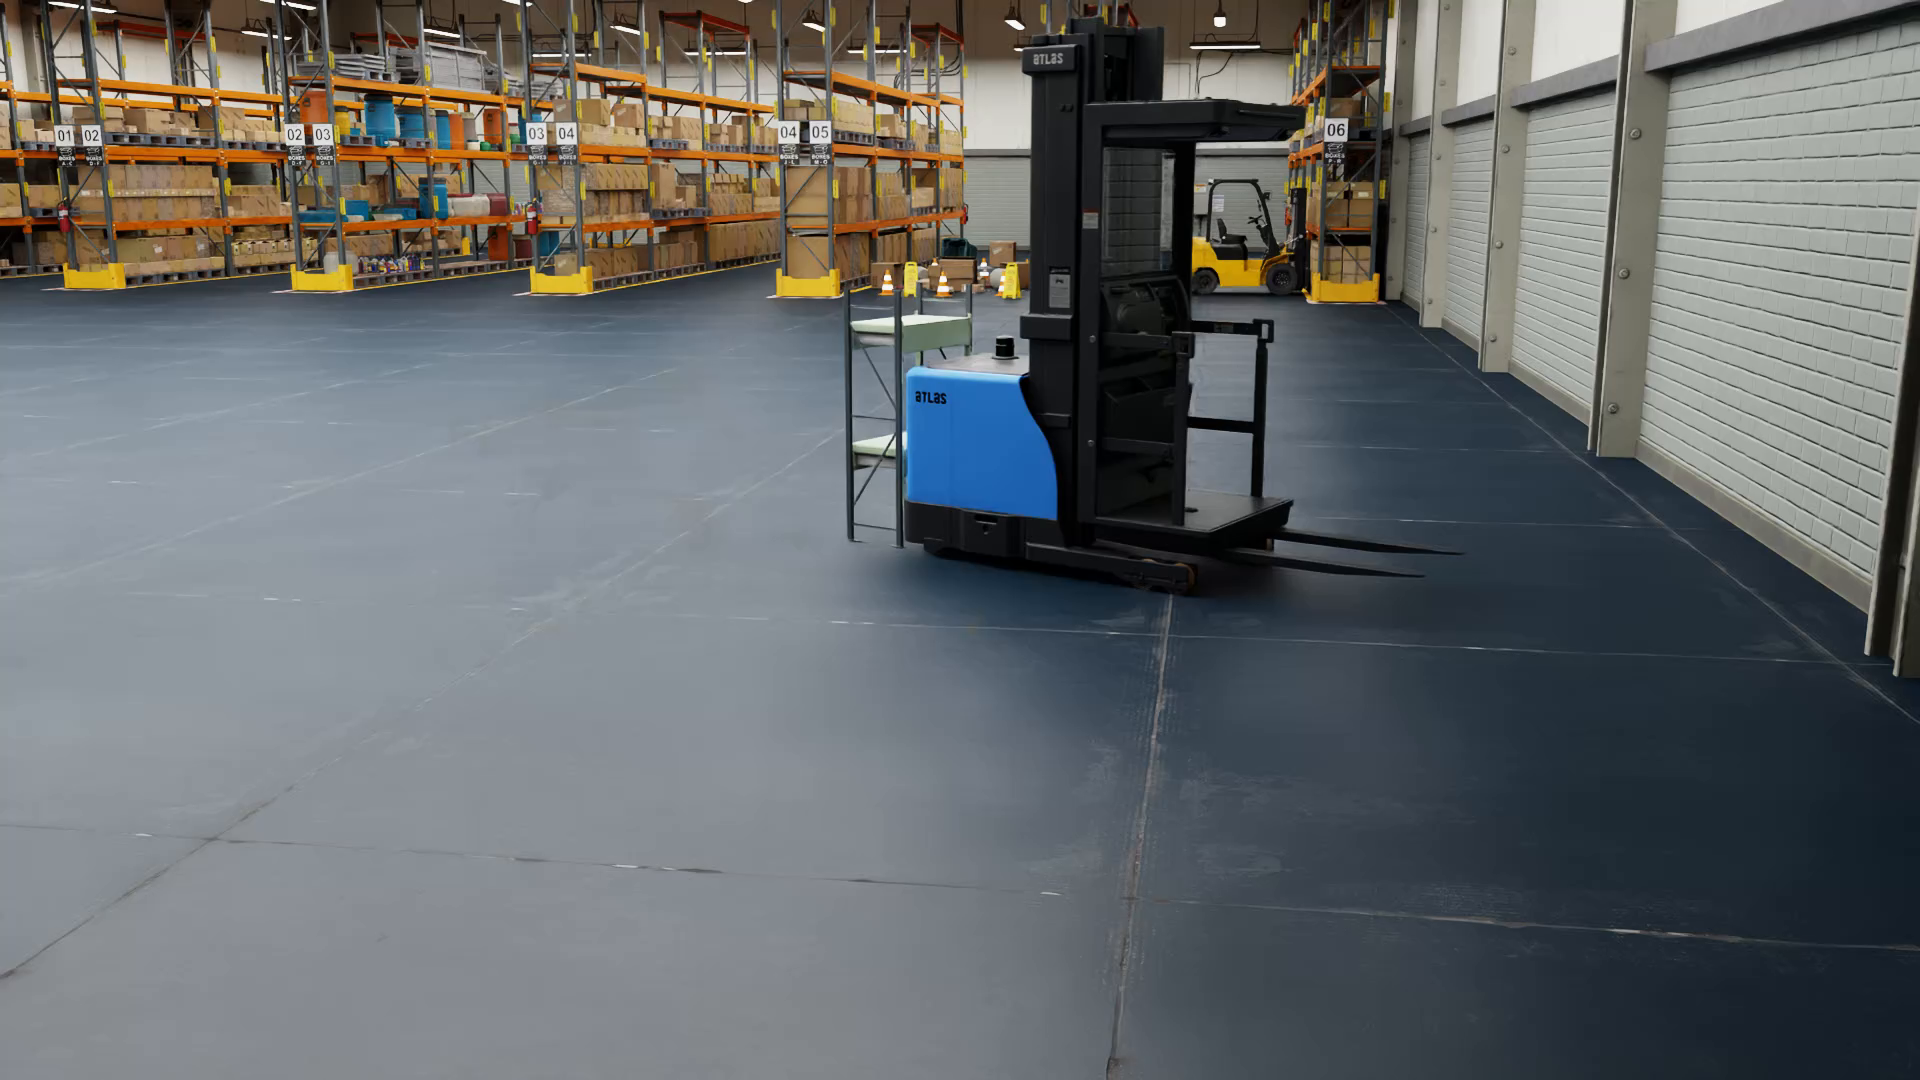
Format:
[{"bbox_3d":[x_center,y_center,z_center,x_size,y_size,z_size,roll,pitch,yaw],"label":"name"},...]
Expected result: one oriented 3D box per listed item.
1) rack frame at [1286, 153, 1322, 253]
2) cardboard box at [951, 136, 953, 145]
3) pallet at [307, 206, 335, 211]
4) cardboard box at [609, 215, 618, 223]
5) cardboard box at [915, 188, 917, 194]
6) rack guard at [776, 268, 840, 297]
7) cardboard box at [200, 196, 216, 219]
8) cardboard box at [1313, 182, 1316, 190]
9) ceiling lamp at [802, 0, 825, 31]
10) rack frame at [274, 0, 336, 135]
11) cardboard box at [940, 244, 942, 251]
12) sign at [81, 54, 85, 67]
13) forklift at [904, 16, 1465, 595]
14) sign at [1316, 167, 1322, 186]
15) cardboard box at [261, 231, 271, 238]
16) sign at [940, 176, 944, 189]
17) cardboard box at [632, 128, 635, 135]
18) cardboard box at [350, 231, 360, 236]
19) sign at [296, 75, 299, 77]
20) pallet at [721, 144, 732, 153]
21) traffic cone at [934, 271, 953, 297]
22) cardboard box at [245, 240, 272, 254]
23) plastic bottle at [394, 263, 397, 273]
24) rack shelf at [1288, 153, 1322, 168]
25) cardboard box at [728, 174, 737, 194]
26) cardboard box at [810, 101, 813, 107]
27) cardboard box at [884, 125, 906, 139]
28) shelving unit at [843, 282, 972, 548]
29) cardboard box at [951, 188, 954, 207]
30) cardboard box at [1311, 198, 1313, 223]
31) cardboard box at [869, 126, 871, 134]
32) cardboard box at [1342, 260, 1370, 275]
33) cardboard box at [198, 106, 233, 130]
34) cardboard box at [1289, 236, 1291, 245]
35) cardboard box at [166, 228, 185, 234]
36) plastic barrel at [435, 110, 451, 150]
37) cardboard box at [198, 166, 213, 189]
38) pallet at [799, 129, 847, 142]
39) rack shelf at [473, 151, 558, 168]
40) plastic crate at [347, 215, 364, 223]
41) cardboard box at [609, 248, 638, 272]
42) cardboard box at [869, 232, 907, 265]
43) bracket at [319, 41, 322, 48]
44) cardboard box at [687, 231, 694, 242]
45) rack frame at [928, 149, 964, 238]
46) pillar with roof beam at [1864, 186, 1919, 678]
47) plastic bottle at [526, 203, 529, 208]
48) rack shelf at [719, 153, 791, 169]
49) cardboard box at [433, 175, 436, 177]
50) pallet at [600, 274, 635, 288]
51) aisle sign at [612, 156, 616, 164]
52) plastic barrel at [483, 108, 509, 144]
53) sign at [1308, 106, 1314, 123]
[{"bbox_3d":[9.410,-9.117,45.178,1.000,3.000,0.127,2,12,9],"label":"rack frame"},{"bbox_3d":[-0.469,-10.632,44.257,0.500,0.250,0.500,1,12,6],"label":"cardboard box"},{"bbox_3d":[-16.270,-8.304,41.861,1.213,0.211,1.003,2,12,9],"label":"pallet"},{"bbox_3d":[-7.142,-6.505,33.656,0.380,0.149,0.250,2,12,9],"label":"cardboard box"},{"bbox_3d":[-1.247,-8.376,39.928,0.380,0.149,0.250,1,12,6],"label":"cardboard box"},{"bbox_3d":[-2.866,-4.859,31.352,1.175,0.500,0.348,2,12,9],"label":"rack guard"},{"bbox_3d":[-16.983,-7.378,36.872,0.700,0.500,0.500,2,12,7],"label":"cardboard box"},{"bbox_3d":[7.100,-6.913,32.466,0.380,0.149,0.250,2,12,10],"label":"cardboard box"},{"bbox_3d":[-3.307,-14.289,41.079,0.800,3.185,2.000,2,12,9],"label":"ceiling lamp"},{"bbox_3d":[-12.642,-9.361,32.068,1.000,3.000,0.127,2,12,9],"label":"rack frame"},{"bbox_3d":[-0.645,-7.606,43.230,0.380,0.149,0.250,2,12,11],"label":"cardboard box"},{"bbox_3d":[-21.750,-11.898,41.250,0.100,0.325,0.005,2,12,9],"label":"sign"},{"bbox_3d":[1.187,-1.274,8.948,3.031,2.935,1.130,8,15,33],"label":"forklift"},{"bbox_3d":[6.415,-6.489,29.671,0.100,0.325,0.005,2,12,9],"label":"sign"},{"bbox_3d":[-20.207,-8.594,47.687,0.700,0.500,0.500,2,12,10],"label":"cardboard box"},{"bbox_3d":[-0.468,-9.133,42.501,0.100,0.325,0.005,2,12,9],"label":"sign"},{"bbox_3d":[-6.982,-8.503,34.620,0.380,0.149,0.250,1,12,6],"label":"cardboard box"},{"bbox_3d":[-16.159,-8.146,43.781,0.500,0.250,0.500,2,12,9],"label":"cardboard box"},{"bbox_3d":[-19.436,-13.487,48.810,0.100,0.325,0.005,2,12,9],"label":"sign"},{"bbox_3d":[-6.302,-9.675,41.097,1.003,0.211,1.213,2,12,11],"label":"pallet"},{"bbox_3d":[-0.313,-4.803,31.181,0.336,0.463,0.334,2,12,9],"label":"traffic cone"},{"bbox_3d":[-16.450,-6.847,38.843,0.500,0.311,0.500,1,12,7],"label":"cardboard box"},{"bbox_3d":[-11.972,-5.755,35.176,0.097,0.201,0.097,0,12,0],"label":"plastic bottle"},{"bbox_3d":[9.103,-9.815,43.006,1.077,0.370,4.000,2,12,9],"label":"rack shelf"},{"bbox_3d":[-6.109,-9.029,42.151,0.797,0.503,0.637,2,12,9],"label":"cardboard box"},{"bbox_3d":[-3.028,-8.314,31.799,0.380,0.149,0.250,2,12,10],"label":"cardboard box"},{"bbox_3d":[-1.496,-9.201,37.423,0.500,0.311,0.500,2,12,9],"label":"cardboard box"},{"bbox_3d":[-0.302,-0.773,10.020,0.431,1.500,0.755,8,15,33],"label":"shelving unit"},{"bbox_3d":[-0.456,-9.192,44.584,0.500,0.500,0.500,3,12,11],"label":"cardboard box"},{"bbox_3d":[7.175,-6.475,32.681,0.500,0.500,0.500,2,12,10],"label":"cardboard box"},{"bbox_3d":[-2.026,-8.377,33.988,0.380,0.149,0.250,2,12,10],"label":"cardboard box"},{"bbox_3d":[7.227,-4.983,30.339,0.500,0.250,0.500,2,12,10],"label":"cardboard box"},{"bbox_3d":[-16.787,-9.514,37.479,0.500,0.500,0.500,2,12,9],"label":"cardboard box"},{"bbox_3d":[8.872,-7.693,43.505,0.500,0.500,0.500,2,12,10],"label":"cardboard box"},{"bbox_3d":[-20.817,-7.900,43.635,0.750,0.750,0.750,2,12,8],"label":"cardboard box"},{"bbox_3d":[-11.962,-9.357,37.982,0.600,0.901,0.708,2,12,9],"label":"plastic barrel"},{"bbox_3d":[-16.983,-8.012,36.735,0.700,0.500,0.500,2,12,9],"label":"cardboard box"},{"bbox_3d":[-2.759,-7.664,31.524,1.003,0.211,1.213,2,12,9],"label":"pallet"},{"bbox_3d":[-11.104,-9.624,42.119,1.077,0.370,4.000,2,12,9],"label":"rack shelf"},{"bbox_3d":[-12.186,-6.475,33.544,0.298,0.136,0.250,2,12,9],"label":"plastic crate"},{"bbox_3d":[-7.234,-6.002,35.658,0.500,0.500,0.500,1,12,7],"label":"cardboard box"},{"bbox_3d":[-1.815,-6.733,38.458,1.050,0.750,0.750,2,12,8],"label":"cardboard box"},{"bbox_3d":[-19.995,-15.437,51.719,0.235,0.232,0.430,2,12,9],"label":"bracket"},{"bbox_3d":[-6.591,-7.152,39.169,0.500,0.250,0.500,2,12,11],"label":"cardboard box"},{"bbox_3d":[-0.402,-9.416,46.567,1.000,3.000,0.127,2,12,9],"label":"rack frame"},{"bbox_3d":[0.002,-3.978,7.093,9.100,9.000,0.400,2,12,9],"label":"pillar with roof beam"},{"bbox_3d":[-10.853,-8.305,41.717,0.097,0.271,0.097,0,12,0],"label":"plastic bottle"},{"bbox_3d":[-5.595,-10.296,45.238,1.077,0.370,4.000,2,12,9],"label":"rack shelf"},{"bbox_3d":[-15.103,-10.036,46.830,0.500,0.500,0.500,2,12,10],"label":"cardboard box"},{"bbox_3d":[-7.386,-5.341,34.277,1.003,0.211,1.213,2,12,9],"label":"pallet"},{"bbox_3d":[-9.881,-11.035,47.907,0.394,0.787,0.004,2,12,9],"label":"aisle sign"},{"bbox_3d":[-11.321,-10.093,40.570,0.600,0.830,0.708,2,12,9],"label":"plastic barrel"},{"bbox_3d":[7.027,-8.507,33.255,0.100,0.325,0.005,2,12,9],"label":"sign"}]
